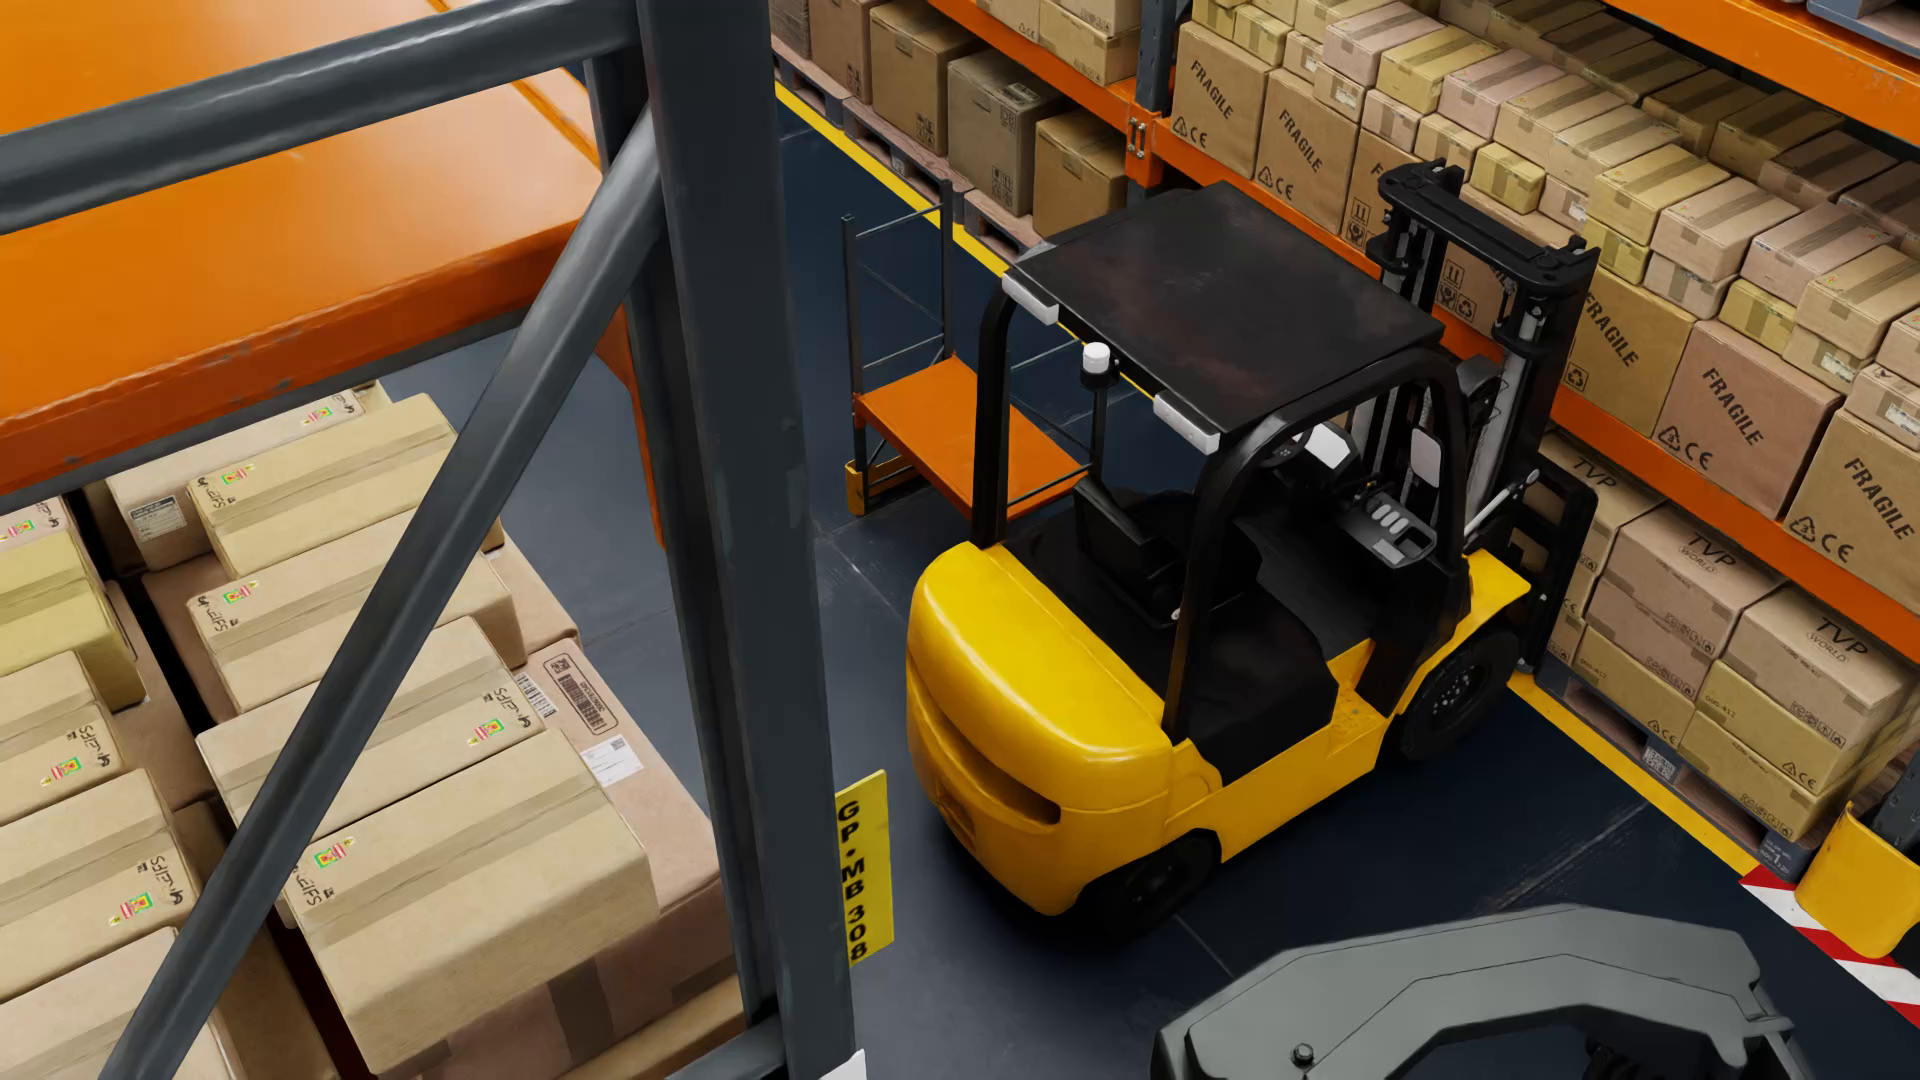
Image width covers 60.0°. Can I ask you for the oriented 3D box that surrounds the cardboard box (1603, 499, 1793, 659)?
[{"bbox_3d":[2.687,0.091,5.936,0.500,0.250,0.500,-25,49,-24],"label":"cardboard box"}]

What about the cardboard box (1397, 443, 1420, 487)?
[{"bbox_3d":[2.094,-0.313,6.722,0.500,0.250,0.500,-26,49,-25],"label":"cardboard box"}]

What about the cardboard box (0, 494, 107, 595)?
[{"bbox_3d":[-1.516,0.036,2.463,0.380,0.149,0.250,-26,49,-24],"label":"cardboard box"}]

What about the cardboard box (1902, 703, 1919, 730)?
[{"bbox_3d":[3.404,0.348,6.029,0.500,0.250,0.500,-25,49,-24],"label":"cardboard box"}]

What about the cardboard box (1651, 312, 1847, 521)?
[{"bbox_3d":[2.717,-0.474,5.493,0.500,0.500,0.500,-24,49,-23],"label":"cardboard box"}]

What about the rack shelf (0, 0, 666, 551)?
[{"bbox_3d":[-1.710,-1.044,2.341,1.077,0.370,4.000,-26,49,-24],"label":"rack shelf"}]

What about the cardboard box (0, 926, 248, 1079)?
[{"bbox_3d":[-1.002,0.640,1.831,0.380,0.149,0.250,-25,49,-24],"label":"cardboard box"}]

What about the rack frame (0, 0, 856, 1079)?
[{"bbox_3d":[-0.566,-0.173,0.905,1.000,3.000,0.127,-26,49,-24],"label":"rack frame"}]

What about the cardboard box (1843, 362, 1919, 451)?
[{"bbox_3d":[2.904,-0.455,5.003,0.380,0.149,0.250,-25,49,-24],"label":"cardboard box"}]

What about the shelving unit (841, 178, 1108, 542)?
[{"bbox_3d":[0.044,-0.499,6.678,0.587,1.500,1.083,-26,49,-24],"label":"shelving unit"}]

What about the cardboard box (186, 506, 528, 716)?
[{"bbox_3d":[-0.852,0.131,2.364,0.380,0.149,0.250,-26,49,-24],"label":"cardboard box"}]

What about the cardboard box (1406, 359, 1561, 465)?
[{"bbox_3d":[2.106,-0.481,6.535,0.500,0.250,0.500,-27,50,-25],"label":"cardboard box"}]

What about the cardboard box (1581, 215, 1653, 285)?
[{"bbox_3d":[2.321,-1.039,5.615,0.380,0.149,0.250,-25,49,-24],"label":"cardboard box"}]

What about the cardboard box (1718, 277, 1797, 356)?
[{"bbox_3d":[2.674,-0.771,5.334,0.380,0.149,0.250,-26,49,-25],"label":"cardboard box"}]

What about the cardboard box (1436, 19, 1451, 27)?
[{"bbox_3d":[2.105,-2.008,6.630,0.380,0.149,0.250,-25,49,-24],"label":"cardboard box"}]

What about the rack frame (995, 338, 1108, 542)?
[{"bbox_3d":[0.340,-0.206,6.371,0.500,1.500,0.032,-26,49,-24],"label":"rack frame"}]

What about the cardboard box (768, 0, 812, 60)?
[{"bbox_3d":[-0.728,-3.431,10.078,0.875,0.625,0.625,-24,49,-23],"label":"cardboard box"}]

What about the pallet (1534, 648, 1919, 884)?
[{"bbox_3d":[3.031,0.626,6.432,1.003,0.211,1.213,-26,49,-24],"label":"pallet"}]

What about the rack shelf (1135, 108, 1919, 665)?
[{"bbox_3d":[2.359,-0.838,6.468,1.077,0.370,4.000,-26,49,-24],"label":"rack shelf"}]

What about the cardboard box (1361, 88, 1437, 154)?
[{"bbox_3d":[1.732,-1.617,6.220,0.380,0.149,0.250,-26,50,-25],"label":"cardboard box"}]

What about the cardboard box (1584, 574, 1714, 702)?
[{"bbox_3d":[2.690,0.256,6.126,0.500,0.250,0.500,-26,50,-25],"label":"cardboard box"}]

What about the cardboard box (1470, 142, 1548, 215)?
[{"bbox_3d":[2.050,-1.334,5.924,0.380,0.149,0.250,-27,50,-25],"label":"cardboard box"}]

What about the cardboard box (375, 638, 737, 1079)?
[{"bbox_3d":[-0.635,0.469,2.298,0.500,0.250,0.500,-27,50,-25],"label":"cardboard box"}]

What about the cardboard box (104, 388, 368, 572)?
[{"bbox_3d":[-1.154,-0.143,2.651,0.380,0.149,0.250,-26,49,-25],"label":"cardboard box"}]

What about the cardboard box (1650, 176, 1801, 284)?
[{"bbox_3d":[2.465,-1.003,5.361,0.380,0.149,0.250,-25,49,-23],"label":"cardboard box"}]

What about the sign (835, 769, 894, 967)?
[{"bbox_3d":[-0.121,0.382,1.863,0.100,0.325,0.005,-26,49,-24],"label":"sign"}]

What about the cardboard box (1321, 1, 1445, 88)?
[{"bbox_3d":[1.594,-1.872,6.272,0.380,0.149,0.250,-25,49,-24],"label":"cardboard box"}]

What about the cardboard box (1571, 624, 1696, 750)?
[{"bbox_3d":[2.698,0.450,6.284,0.500,0.250,0.500,-26,49,-24],"label":"cardboard box"}]

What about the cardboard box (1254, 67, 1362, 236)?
[{"bbox_3d":[1.566,-1.624,6.698,0.500,0.500,0.500,-25,49,-24],"label":"cardboard box"}]

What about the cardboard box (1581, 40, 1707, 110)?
[{"bbox_3d":[2.471,-1.654,6.044,0.380,0.149,0.250,-24,49,-23],"label":"cardboard box"}]

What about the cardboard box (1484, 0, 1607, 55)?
[{"bbox_3d":[2.244,-1.973,6.378,0.380,0.149,0.250,-26,50,-25],"label":"cardboard box"}]

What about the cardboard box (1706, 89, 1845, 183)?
[{"bbox_3d":[2.831,-1.397,5.775,0.380,0.149,0.250,-27,50,-25],"label":"cardboard box"}]

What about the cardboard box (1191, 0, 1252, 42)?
[{"bbox_3d":[1.181,-2.217,6.849,0.380,0.149,0.250,-26,50,-25],"label":"cardboard box"}]

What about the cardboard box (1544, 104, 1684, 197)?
[{"bbox_3d":[2.243,-1.330,5.704,0.380,0.149,0.250,-25,49,-24],"label":"cardboard box"}]

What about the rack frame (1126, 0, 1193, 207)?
[{"bbox_3d":[1.215,-2.231,7.406,1.000,3.000,0.127,-26,49,-24],"label":"rack frame"}]

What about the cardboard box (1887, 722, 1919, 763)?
[{"bbox_3d":[3.382,0.522,6.209,0.500,0.250,0.500,-26,49,-24],"label":"cardboard box"}]

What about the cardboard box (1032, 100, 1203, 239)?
[{"bbox_3d":[0.907,-1.815,8.386,0.875,0.625,0.625,-24,48,-23],"label":"cardboard box"}]

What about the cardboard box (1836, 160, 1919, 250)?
[{"bbox_3d":[3.072,-1.070,5.432,0.380,0.149,0.250,-25,49,-24],"label":"cardboard box"}]

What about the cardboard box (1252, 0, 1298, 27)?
[{"bbox_3d":[1.392,-2.206,6.622,0.380,0.149,0.250,-25,49,-24],"label":"cardboard box"}]

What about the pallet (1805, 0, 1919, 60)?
[{"bbox_3d":[3.120,-1.429,4.458,1.003,0.211,1.213,-26,49,-24],"label":"pallet"}]

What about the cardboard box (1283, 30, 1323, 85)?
[{"bbox_3d":[1.503,-1.935,6.553,0.380,0.149,0.250,-26,49,-25],"label":"cardboard box"}]

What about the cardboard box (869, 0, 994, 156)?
[{"bbox_3d":[0.038,-2.683,9.294,0.875,0.625,0.625,-28,50,-26],"label":"cardboard box"}]

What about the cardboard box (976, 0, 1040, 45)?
[{"bbox_3d":[0.420,-2.641,7.944,0.500,0.250,0.500,-26,49,-25],"label":"cardboard box"}]

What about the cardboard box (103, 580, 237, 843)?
[{"bbox_3d":[-1.356,0.385,2.386,0.500,0.250,0.500,-26,50,-25],"label":"cardboard box"}]

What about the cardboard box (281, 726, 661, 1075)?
[{"bbox_3d":[-0.602,0.433,2.047,0.380,0.149,0.250,-26,49,-25],"label":"cardboard box"}]

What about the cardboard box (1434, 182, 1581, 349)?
[{"bbox_3d":[2.127,-1.045,6.091,0.500,0.500,0.500,-25,49,-24],"label":"cardboard box"}]

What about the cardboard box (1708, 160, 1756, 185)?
[{"bbox_3d":[2.844,-1.287,5.875,0.380,0.149,0.250,-24,49,-23],"label":"cardboard box"}]

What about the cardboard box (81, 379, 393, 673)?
[{"bbox_3d":[-1.231,-0.103,2.897,0.500,0.250,0.500,-24,49,-23],"label":"cardboard box"}]

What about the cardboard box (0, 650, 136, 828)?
[{"bbox_3d":[-1.279,0.341,2.143,0.380,0.149,0.250,-26,50,-25],"label":"cardboard box"}]

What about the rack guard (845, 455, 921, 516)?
[{"bbox_3d":[-0.241,-0.329,7.405,0.587,0.250,0.087,-26,49,-24],"label":"rack guard"}]

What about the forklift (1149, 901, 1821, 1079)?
[{"bbox_3d":[0.877,2.112,2.906,1.130,2.935,3.031,-8,44,-8],"label":"forklift"}]

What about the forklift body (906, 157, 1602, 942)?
[{"bbox_3d":[0.922,-0.012,5.696,2.313,2.155,1.214,-26,49,-24],"label":"forklift body"}]

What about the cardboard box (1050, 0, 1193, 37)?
[{"bbox_3d":[0.724,-2.535,7.470,0.500,0.250,0.500,-27,50,-25],"label":"cardboard box"}]

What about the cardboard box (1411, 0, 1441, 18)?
[{"bbox_3d":[1.917,-2.245,6.663,0.380,0.149,0.250,-26,50,-25],"label":"cardboard box"}]

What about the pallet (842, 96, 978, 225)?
[{"bbox_3d":[0.059,-2.316,9.514,1.003,0.211,1.213,-26,49,-24],"label":"pallet"}]

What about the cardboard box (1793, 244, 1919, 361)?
[{"bbox_3d":[2.787,-0.728,5.074,0.380,0.149,0.250,-25,49,-24],"label":"cardboard box"}]

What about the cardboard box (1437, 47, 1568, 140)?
[{"bbox_3d":[1.956,-1.613,6.001,0.380,0.149,0.250,-26,49,-25],"label":"cardboard box"}]

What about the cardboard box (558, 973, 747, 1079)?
[{"bbox_3d":[-0.489,0.687,2.359,0.380,0.149,0.250,-26,49,-24],"label":"cardboard box"}]
